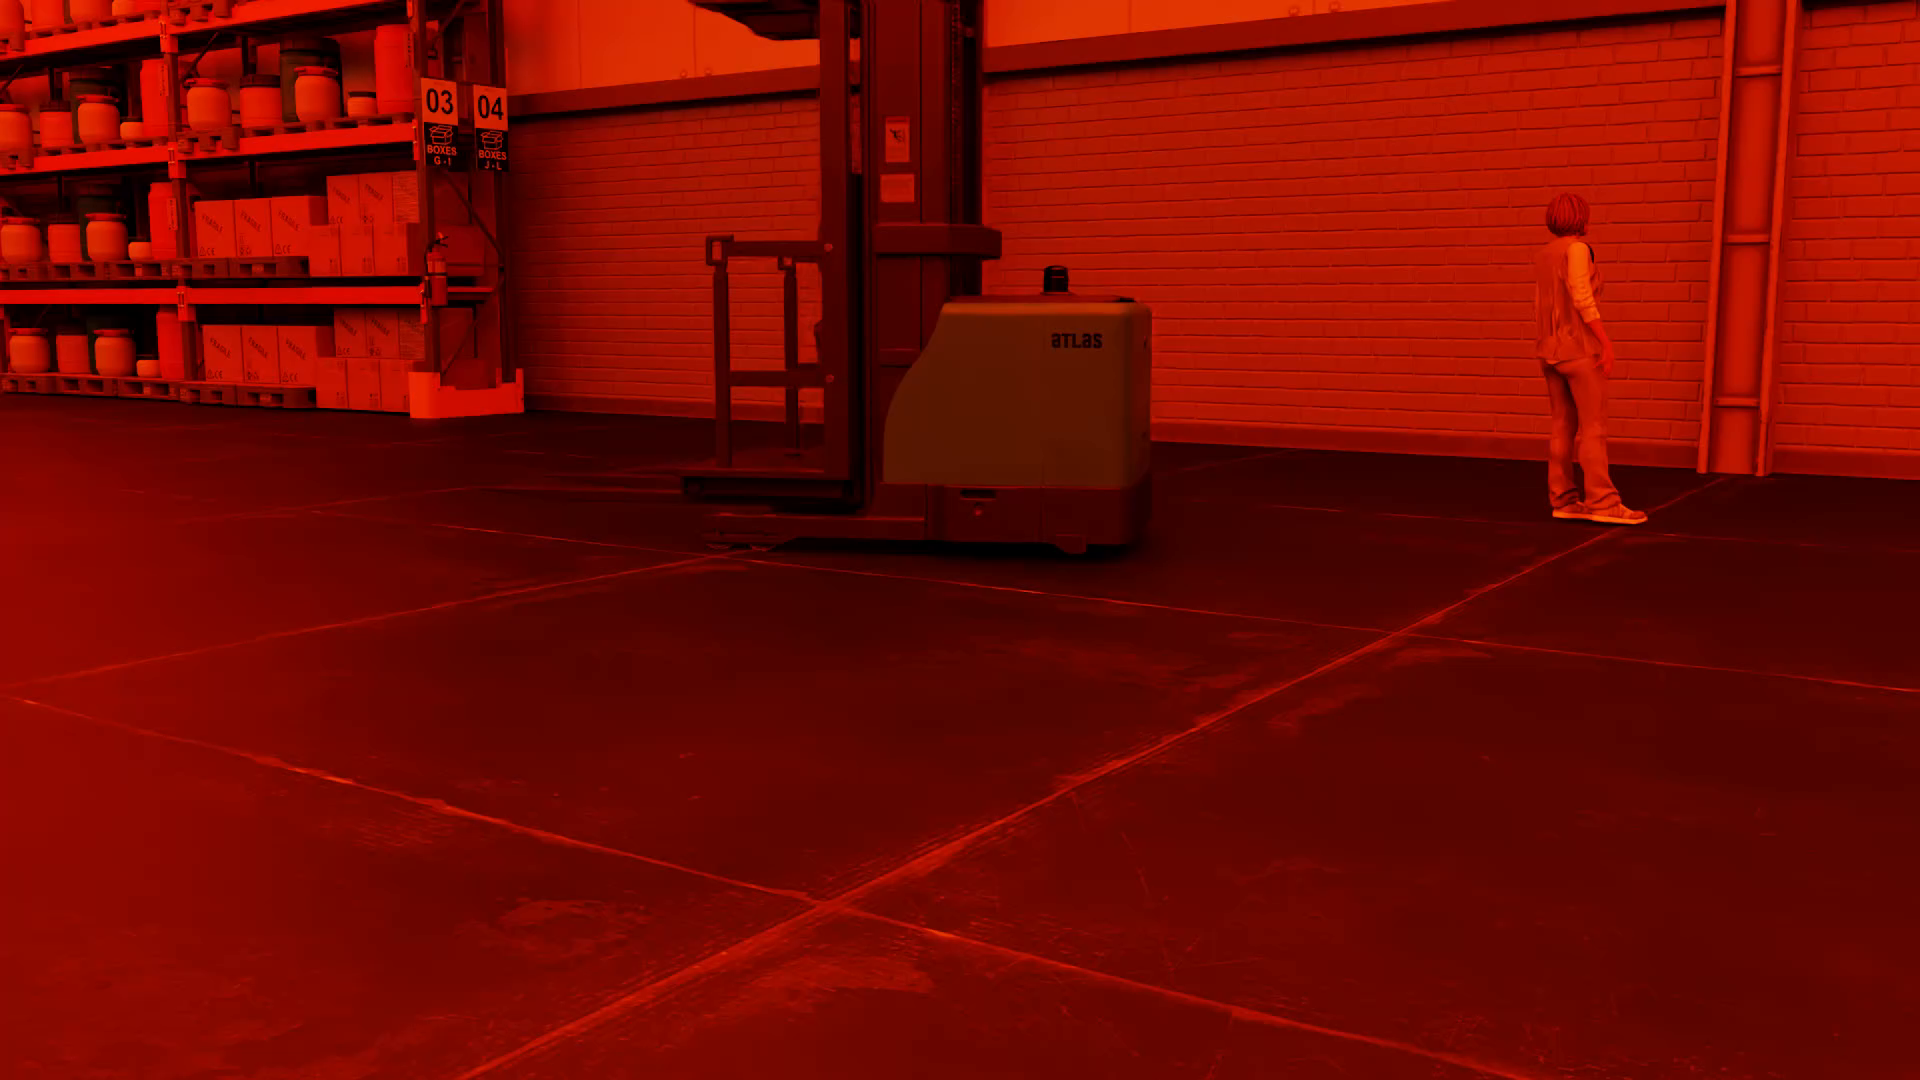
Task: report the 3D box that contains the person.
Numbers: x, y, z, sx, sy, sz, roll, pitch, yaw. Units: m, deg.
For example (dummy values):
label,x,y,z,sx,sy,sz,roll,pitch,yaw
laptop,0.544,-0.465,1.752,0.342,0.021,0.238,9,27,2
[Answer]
label,x,y,z,sx,sy,sz,roll,pitch,yaw
person,3.073,-0.891,8.154,0.471,1.599,0.517,-2,8,-11

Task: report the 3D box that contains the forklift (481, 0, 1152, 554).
label,x,y,z,sx,sy,sz,roll,pitch,yaw
forklift,-0.669,-1.471,7.535,3.031,2.935,1.130,2,8,12
